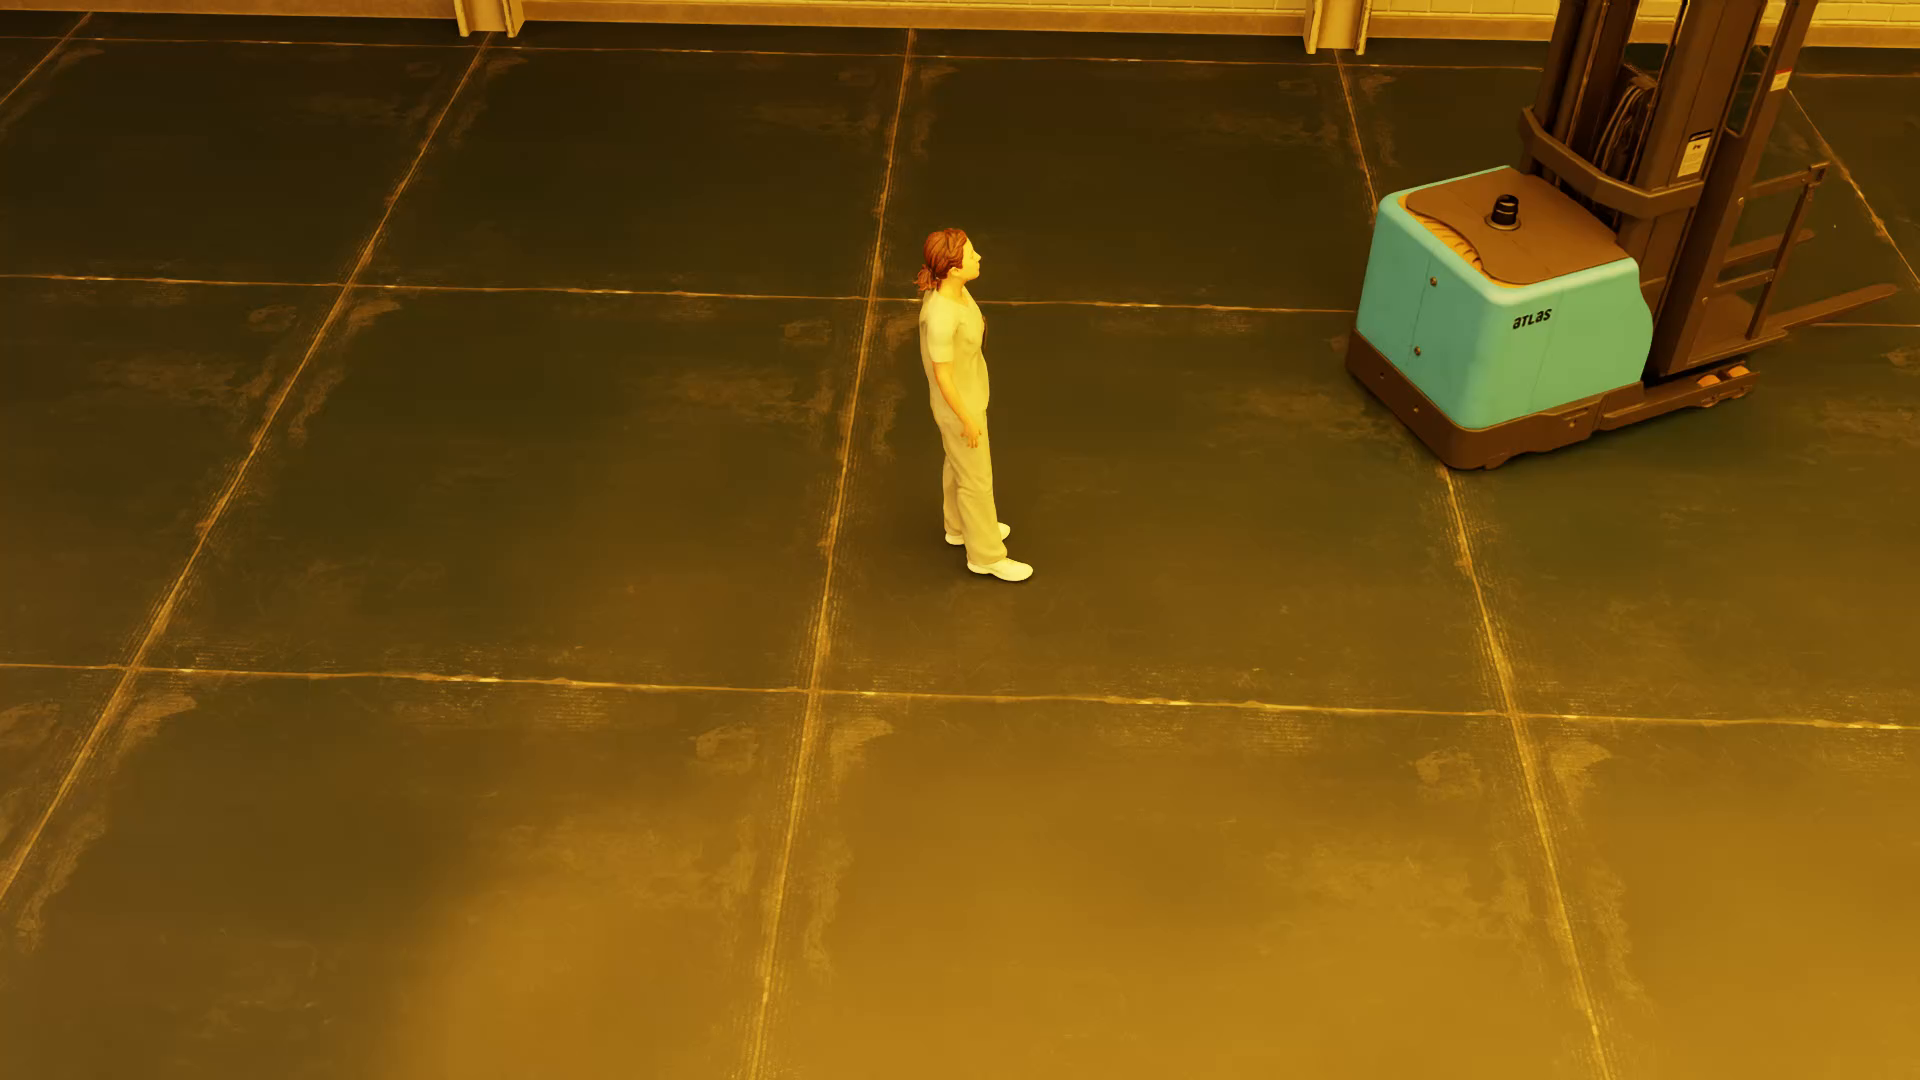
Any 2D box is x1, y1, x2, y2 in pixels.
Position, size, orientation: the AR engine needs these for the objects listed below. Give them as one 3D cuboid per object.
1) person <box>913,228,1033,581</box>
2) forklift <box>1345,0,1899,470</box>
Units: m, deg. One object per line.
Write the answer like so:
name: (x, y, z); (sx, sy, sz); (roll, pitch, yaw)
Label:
person: (0.073, -0.613, 7.334); (0.548, 1.673, 0.549); (2, 42, 2)
forklift: (3.613, -2.085, 8.027); (3.031, 2.935, 1.130); (-16, 45, -17)
